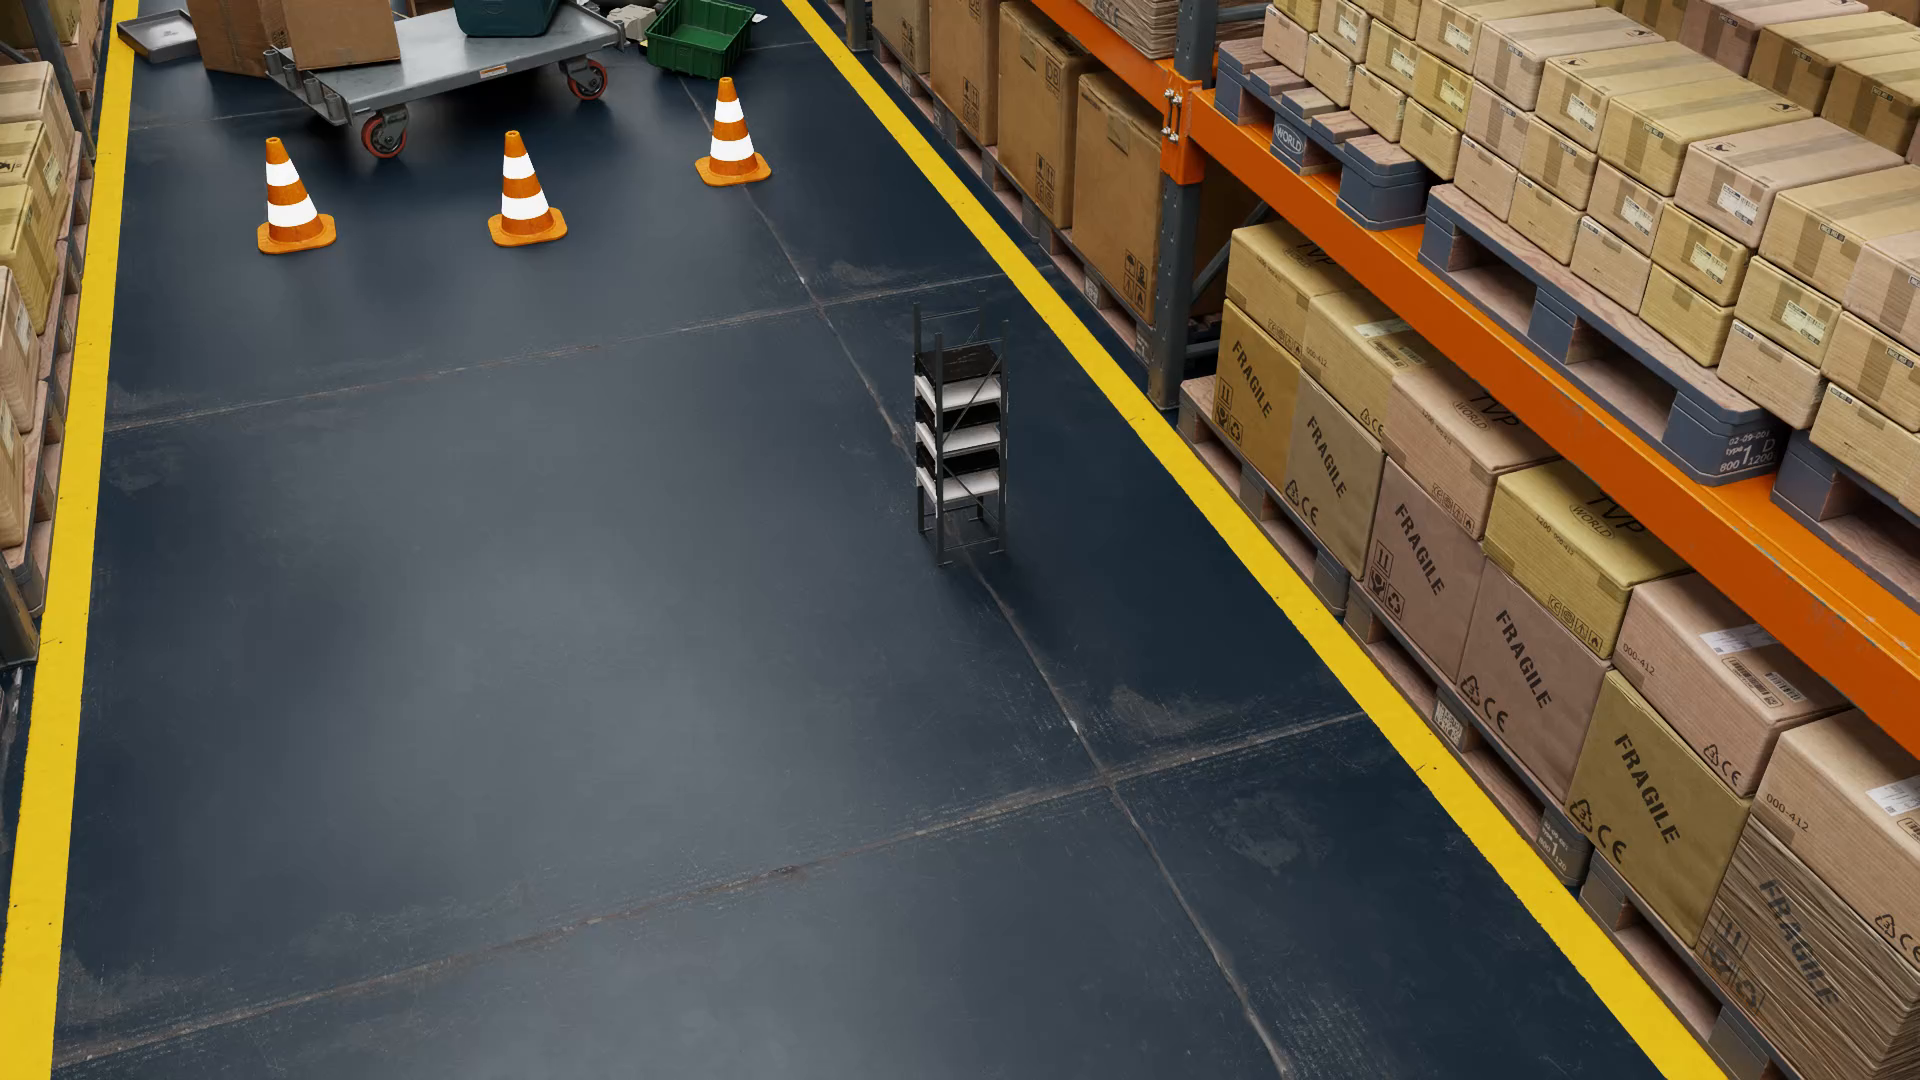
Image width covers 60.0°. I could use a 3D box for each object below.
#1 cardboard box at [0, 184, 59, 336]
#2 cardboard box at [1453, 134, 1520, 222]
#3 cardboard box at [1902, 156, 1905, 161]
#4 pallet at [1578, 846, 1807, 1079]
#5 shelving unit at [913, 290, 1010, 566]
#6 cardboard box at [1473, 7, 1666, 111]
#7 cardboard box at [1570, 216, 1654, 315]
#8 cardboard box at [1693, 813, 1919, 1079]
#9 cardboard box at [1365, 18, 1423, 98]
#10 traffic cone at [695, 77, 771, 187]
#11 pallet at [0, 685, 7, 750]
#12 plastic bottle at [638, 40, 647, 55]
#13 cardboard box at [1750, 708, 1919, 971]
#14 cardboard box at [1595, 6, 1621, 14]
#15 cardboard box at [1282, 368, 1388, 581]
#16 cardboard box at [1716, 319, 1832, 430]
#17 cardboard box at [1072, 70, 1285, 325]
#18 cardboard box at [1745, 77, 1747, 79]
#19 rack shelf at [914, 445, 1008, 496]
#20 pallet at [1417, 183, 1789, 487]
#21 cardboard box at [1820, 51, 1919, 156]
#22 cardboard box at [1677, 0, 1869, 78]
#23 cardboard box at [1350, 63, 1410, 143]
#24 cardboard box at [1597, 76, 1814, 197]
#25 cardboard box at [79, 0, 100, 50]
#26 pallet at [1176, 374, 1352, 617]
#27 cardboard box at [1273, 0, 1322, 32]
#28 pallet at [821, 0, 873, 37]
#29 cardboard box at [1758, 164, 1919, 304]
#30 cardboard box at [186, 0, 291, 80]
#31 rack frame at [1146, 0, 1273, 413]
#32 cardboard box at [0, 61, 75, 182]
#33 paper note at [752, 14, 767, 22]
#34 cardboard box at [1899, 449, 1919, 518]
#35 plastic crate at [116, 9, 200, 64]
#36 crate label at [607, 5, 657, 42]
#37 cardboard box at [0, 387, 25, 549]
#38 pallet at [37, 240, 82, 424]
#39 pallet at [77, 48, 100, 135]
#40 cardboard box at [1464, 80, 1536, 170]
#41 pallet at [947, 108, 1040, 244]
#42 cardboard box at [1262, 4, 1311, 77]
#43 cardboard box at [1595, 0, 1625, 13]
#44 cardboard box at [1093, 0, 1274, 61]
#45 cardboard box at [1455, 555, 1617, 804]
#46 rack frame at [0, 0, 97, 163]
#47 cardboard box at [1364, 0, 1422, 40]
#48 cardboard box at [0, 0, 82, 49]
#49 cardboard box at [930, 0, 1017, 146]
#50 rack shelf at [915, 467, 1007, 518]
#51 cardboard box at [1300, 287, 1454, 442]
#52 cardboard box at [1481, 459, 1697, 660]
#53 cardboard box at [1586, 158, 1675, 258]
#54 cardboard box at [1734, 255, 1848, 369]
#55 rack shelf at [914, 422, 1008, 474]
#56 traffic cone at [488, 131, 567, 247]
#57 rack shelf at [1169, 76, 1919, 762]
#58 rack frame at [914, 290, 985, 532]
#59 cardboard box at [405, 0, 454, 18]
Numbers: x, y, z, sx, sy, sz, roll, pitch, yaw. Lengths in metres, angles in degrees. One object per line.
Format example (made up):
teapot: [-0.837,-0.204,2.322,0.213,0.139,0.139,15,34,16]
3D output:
cardboard box: [-4.096,-1.027,6.455,0.950,0.372,0.625,-11,38,-14]
cardboard box: [1.557,-0.991,4.433,0.380,0.149,0.250,-11,38,-14]
cardboard box: [2.352,-0.952,4.133,0.380,0.149,0.250,-13,39,-17]
pallet: [2.326,1.109,4.102,1.003,0.211,1.213,-12,39,-16]
shelving unit: [0.003,-0.355,5.473,0.258,0.900,0.210,-12,39,-16]
cardboard box: [1.557,-1.235,4.262,0.380,0.149,0.250,-11,38,-14]
cardboard box: [1.730,-0.702,4.048,0.380,0.149,0.250,-14,39,-17]
cardboard box: [2.104,0.900,3.791,0.500,0.500,0.500,-13,39,-17]
cardboard box: [1.387,-1.393,4.719,0.380,0.149,0.250,-14,39,-17]
traffic cone: [-1.114,-2.001,8.021,0.336,0.463,0.334,-12,39,-16]
pallet: [-3.193,0.832,4.470,1.003,0.211,1.213,-12,39,-16]
plastic bottle: [-1.670,-2.754,9.355,0.283,0.061,0.133,27,44,31]
cardboard box: [2.102,0.598,3.568,0.500,0.250,0.500,-13,39,-17]
cardboard box: [2.003,-1.527,4.897,0.380,0.149,0.250,-12,39,-15]
cardboard box: [1.399,-0.258,5.328,0.500,0.500,0.500,-12,39,-15]
cardboard box: [1.912,-0.401,3.649,0.380,0.149,0.250,-14,39,-18]
cardboard box: [1.094,-1.456,6.711,1.050,0.750,0.750,-13,39,-17]
cardboard box: [2.172,-1.245,4.522,0.380,0.149,0.250,-13,39,-16]
rack shelf: [0.003,-0.256,5.547,0.258,0.077,0.200,-12,39,-16]
pallet: [1.939,-0.638,4.264,1.003,0.211,1.213,-12,39,-16]
cardboard box: [2.350,-1.069,4.042,0.380,0.149,0.250,-11,38,-15]
cardboard box: [2.165,-1.370,4.441,0.380,0.149,0.250,-12,39,-16]
cardboard box: [1.369,-1.293,4.834,0.380,0.149,0.250,-11,38,-14]
cardboard box: [1.732,-0.945,3.876,0.380,0.149,0.250,-13,39,-17]
cardboard box: [-4.914,-2.760,8.858,0.500,0.250,0.500,-10,38,-13]
pallet: [1.487,-0.269,5.932,1.003,0.211,1.213,-12,39,-16]
cardboard box: [1.197,-1.696,5.121,0.380,0.149,0.250,-11,38,-14]
pallet: [-0.346,-3.416,10.110,1.003,0.211,1.213,-12,39,-16]
cardboard box: [1.922,-0.642,3.475,0.380,0.149,0.250,-14,39,-17]
cardboard box: [-3.861,-2.892,9.172,0.500,0.500,0.500,12,39,16]
rack frame: [1.219,-1.825,5.679,1.000,3.000,0.127,-12,39,-16]
cardboard box: [-4.588,-1.825,7.514,0.950,0.372,0.625,-12,39,-15]
paper note: [-1.239,-3.091,9.827,0.142,0.020,0.147,19,41,23]
cardboard box: [2.099,-0.103,3.254,0.380,0.149,0.250,-13,39,-16]
plastic crate: [-4.541,-2.893,9.524,0.402,0.080,0.583,-27,45,-31]
crate label: [-1.892,-2.987,9.601,0.250,0.136,0.298,19,41,23]
cardboard box: [-3.579,-0.182,5.334,0.950,0.372,0.625,-15,40,-19]
pallet: [-4.077,-0.759,6.582,1.003,0.211,1.213,-12,39,-16]
pallet: [-5.035,-2.260,8.576,1.003,0.211,1.213,-12,39,-16]
cardboard box: [1.559,-1.110,4.343,0.380,0.149,0.250,-12,39,-16]
pallet: [0.602,-1.860,8.044,1.003,0.211,1.213,-12,39,-16]
cardboard box: [1.184,-1.597,5.237,0.380,0.149,0.250,-13,39,-17]
cardboard box: [1.993,-1.657,4.822,0.380,0.149,0.250,-11,38,-15]
cardboard box: [0.812,-2.063,5.913,0.500,0.500,0.500,-12,39,-16]
cardboard box: [1.756,0.319,4.562,0.500,0.500,0.500,-13,39,-17]
rack frame: [-4.770,-3.002,7.243,1.000,3.000,0.127,-12,39,-16]
cardboard box: [1.371,-1.538,4.664,0.380,0.149,0.250,-13,39,-16]
cardboard box: [-4.720,-2.760,8.235,0.500,0.500,0.500,-11,38,-14]
cardboard box: [0.469,-2.476,8.064,1.050,0.750,0.750,-12,39,-16]
rack shelf: [0.003,-0.184,5.602,0.258,0.077,0.200,-12,39,-16]
cardboard box: [1.404,-0.567,5.115,0.500,0.250,0.500,-13,39,-16]
cardboard box: [1.742,0.009,4.350,0.500,0.250,0.500,-14,39,-18]
cardboard box: [1.738,-0.817,3.954,0.380,0.149,0.250,-11,38,-14]
cardboard box: [1.912,-0.525,3.567,0.380,0.149,0.250,-14,39,-18]
rack shelf: [0.003,-0.328,5.493,0.258,0.077,0.200,-12,39,-16]
traffic cone: [-1.990,-1.622,7.518,0.336,0.463,0.334,-12,39,-16]
rack shelf: [1.907,-0.407,4.396,1.077,0.370,4.000,-12,39,-16]
rack frame: [-0.032,-0.412,5.549,0.240,0.900,0.006,-12,39,-16]
cardboard box: [-2.836,-3.324,9.632,0.797,0.637,0.503,-12,39,-16]
